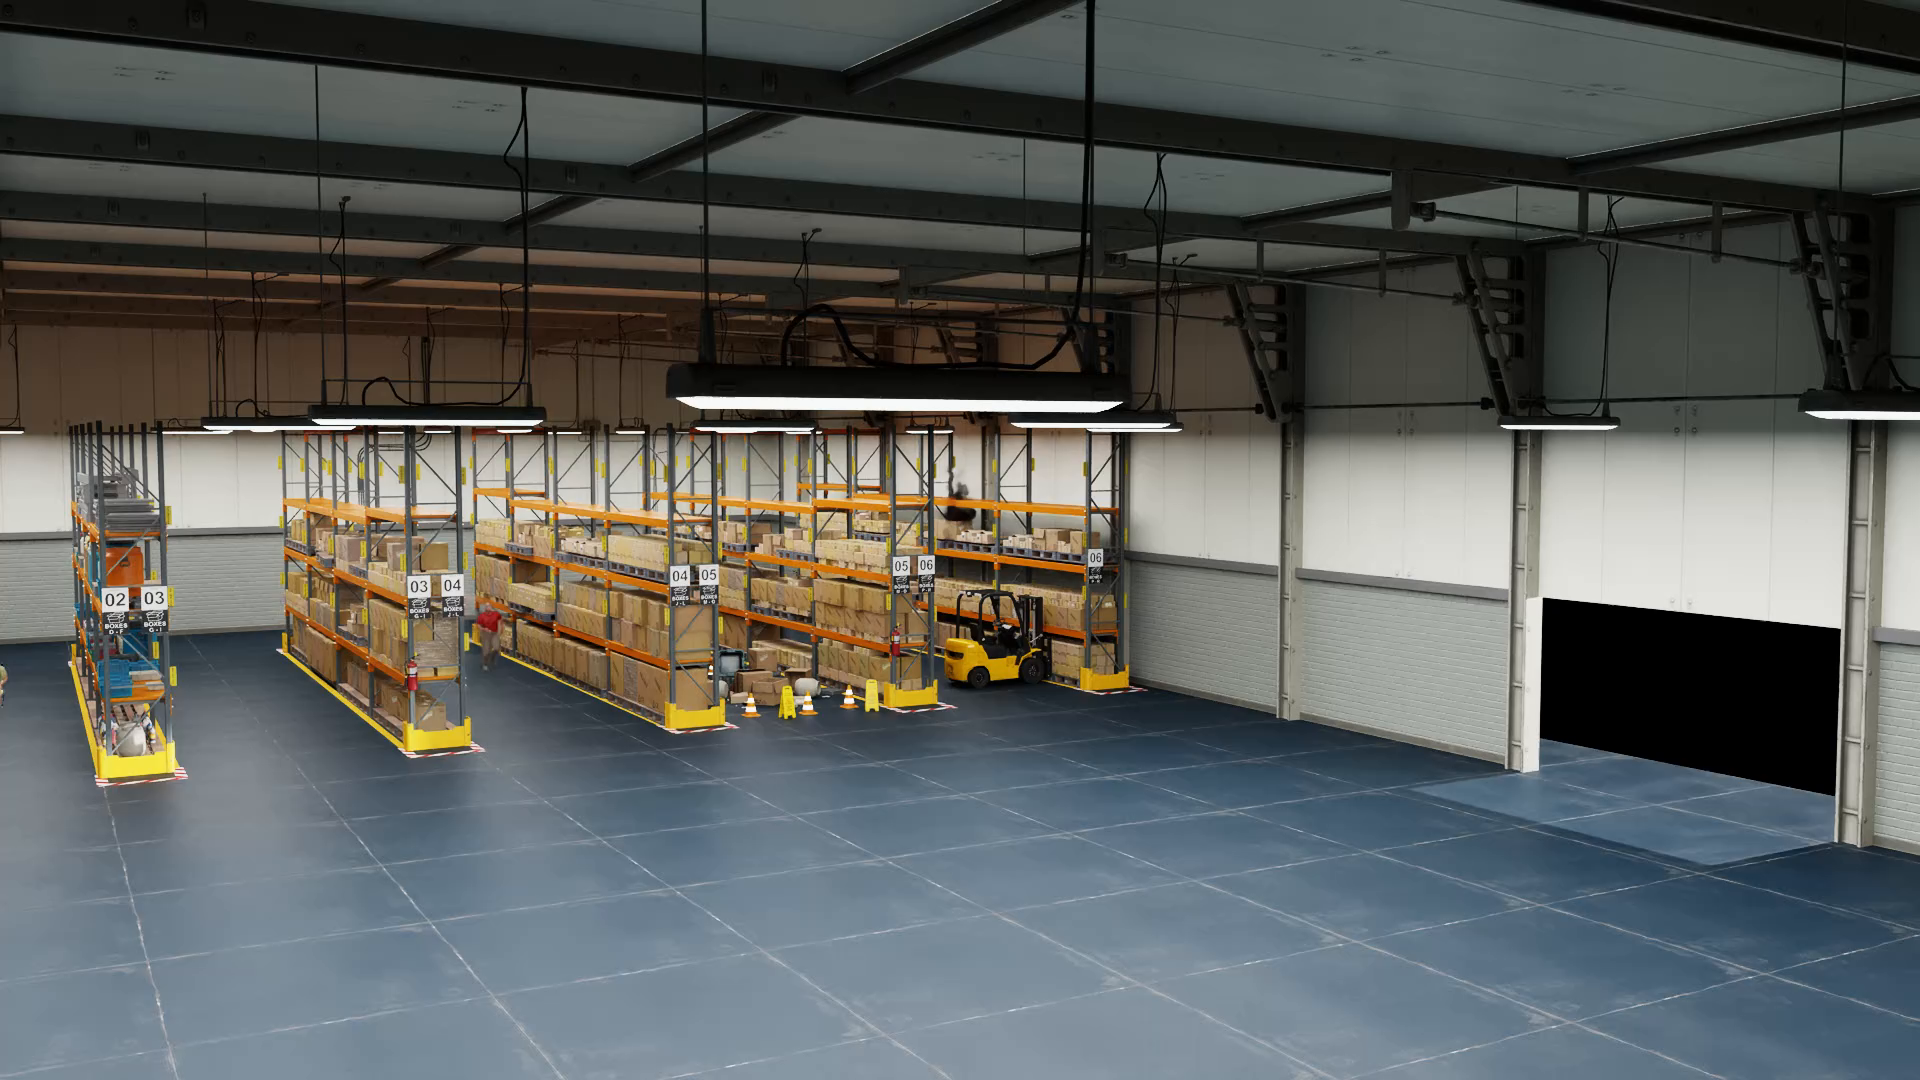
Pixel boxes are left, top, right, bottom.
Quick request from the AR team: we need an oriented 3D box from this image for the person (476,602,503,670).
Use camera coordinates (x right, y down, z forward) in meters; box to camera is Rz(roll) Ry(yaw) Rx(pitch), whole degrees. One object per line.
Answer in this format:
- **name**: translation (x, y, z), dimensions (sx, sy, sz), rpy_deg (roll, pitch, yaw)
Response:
- **person**: translation (-11.474, 2.363, 40.658), dimensions (0.687, 1.677, 0.769), rpy_deg (-2, 4, -25)

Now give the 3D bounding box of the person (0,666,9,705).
- **person**: translation (-18.345, 2.948, 31.529), dimensions (0.561, 1.637, 0.569), rpy_deg (-3, 4, -36)
